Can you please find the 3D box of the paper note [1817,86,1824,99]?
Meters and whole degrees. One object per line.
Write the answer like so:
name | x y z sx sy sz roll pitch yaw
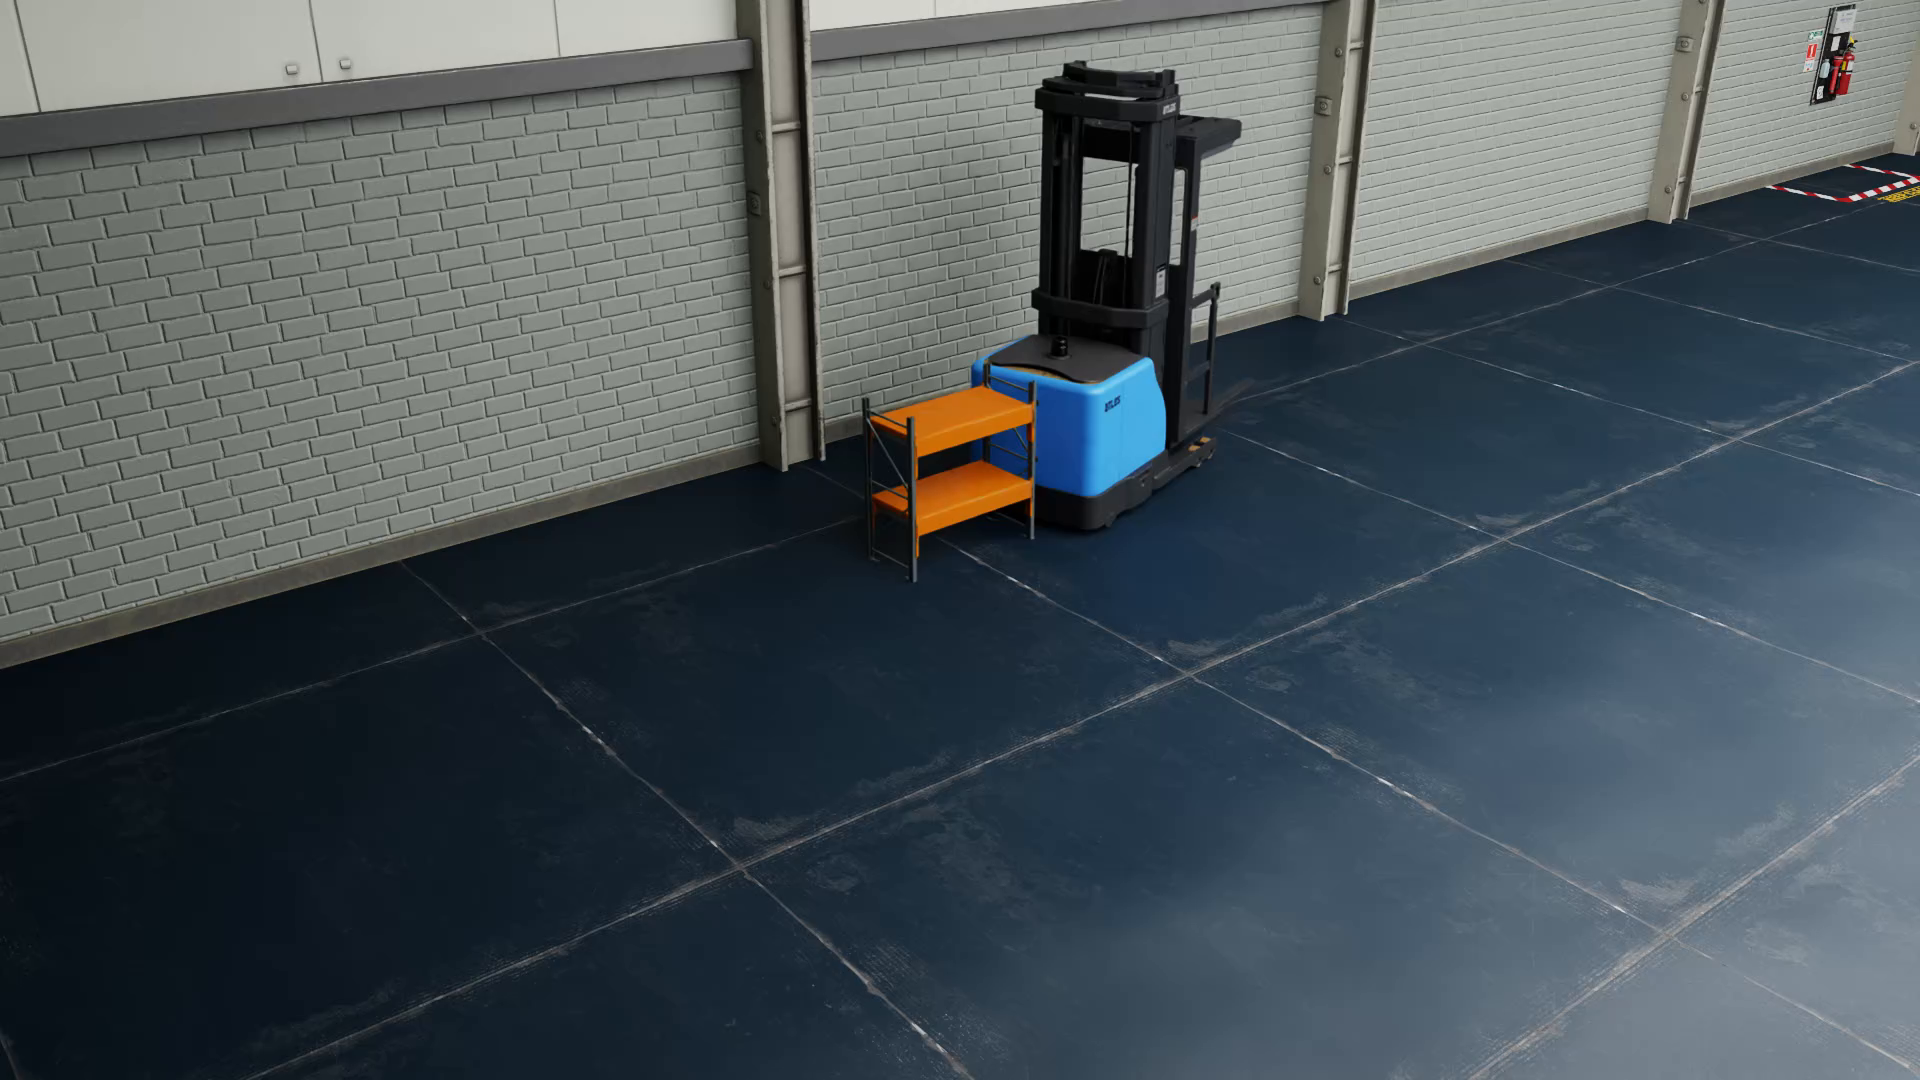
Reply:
paper note | 10.754 -5.593 20.783 0.142 0.148 0.016 -18 31 -34

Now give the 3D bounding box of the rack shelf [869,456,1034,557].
rack shelf | -0.061 -0.232 10.994 1.000 0.278 0.538 -20 31 -36

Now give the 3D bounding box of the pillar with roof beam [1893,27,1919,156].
pillar with roof beam | 15.561 -7.940 17.668 0.400 9.000 9.100 -18 31 -34

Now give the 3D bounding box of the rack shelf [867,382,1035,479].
rack shelf | -0.061 -0.719 10.768 1.000 0.278 0.538 -20 31 -36

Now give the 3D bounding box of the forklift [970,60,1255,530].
forklift | 1.287 -1.969 12.011 1.130 2.935 3.031 15 29 30

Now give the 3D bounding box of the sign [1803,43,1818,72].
sign | 10.437 -5.922 20.404 0.234 0.329 0.001 -18 31 -34

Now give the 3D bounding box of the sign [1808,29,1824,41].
sign | 10.446 -6.161 20.289 0.331 0.109 0.001 -18 31 -34

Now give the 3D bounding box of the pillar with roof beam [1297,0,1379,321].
pillar with roof beam | 6.118 -4.822 10.951 0.400 9.000 9.100 -18 31 -34

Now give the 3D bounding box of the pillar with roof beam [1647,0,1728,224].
pillar with roof beam | 10.839 -6.381 14.310 0.400 9.000 9.100 -18 31 -34

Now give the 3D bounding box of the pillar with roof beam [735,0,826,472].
pillar with roof beam | 1.396 -3.264 7.593 0.400 9.000 9.100 -18 31 -34

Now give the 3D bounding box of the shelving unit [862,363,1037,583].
shelving unit | -0.061 -0.454 10.891 1.048 1.125 0.538 -20 31 -36

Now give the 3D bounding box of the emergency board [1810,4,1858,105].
emergency board | 10.936 -6.015 20.648 0.643 1.169 0.194 -18 31 -34

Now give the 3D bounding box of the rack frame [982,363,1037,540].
rack frame | 0.327 -0.592 11.189 0.032 1.125 0.500 -20 31 -36

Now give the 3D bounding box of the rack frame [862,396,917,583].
rack frame | -0.449 -0.316 10.594 0.032 1.125 0.500 -20 31 -36
